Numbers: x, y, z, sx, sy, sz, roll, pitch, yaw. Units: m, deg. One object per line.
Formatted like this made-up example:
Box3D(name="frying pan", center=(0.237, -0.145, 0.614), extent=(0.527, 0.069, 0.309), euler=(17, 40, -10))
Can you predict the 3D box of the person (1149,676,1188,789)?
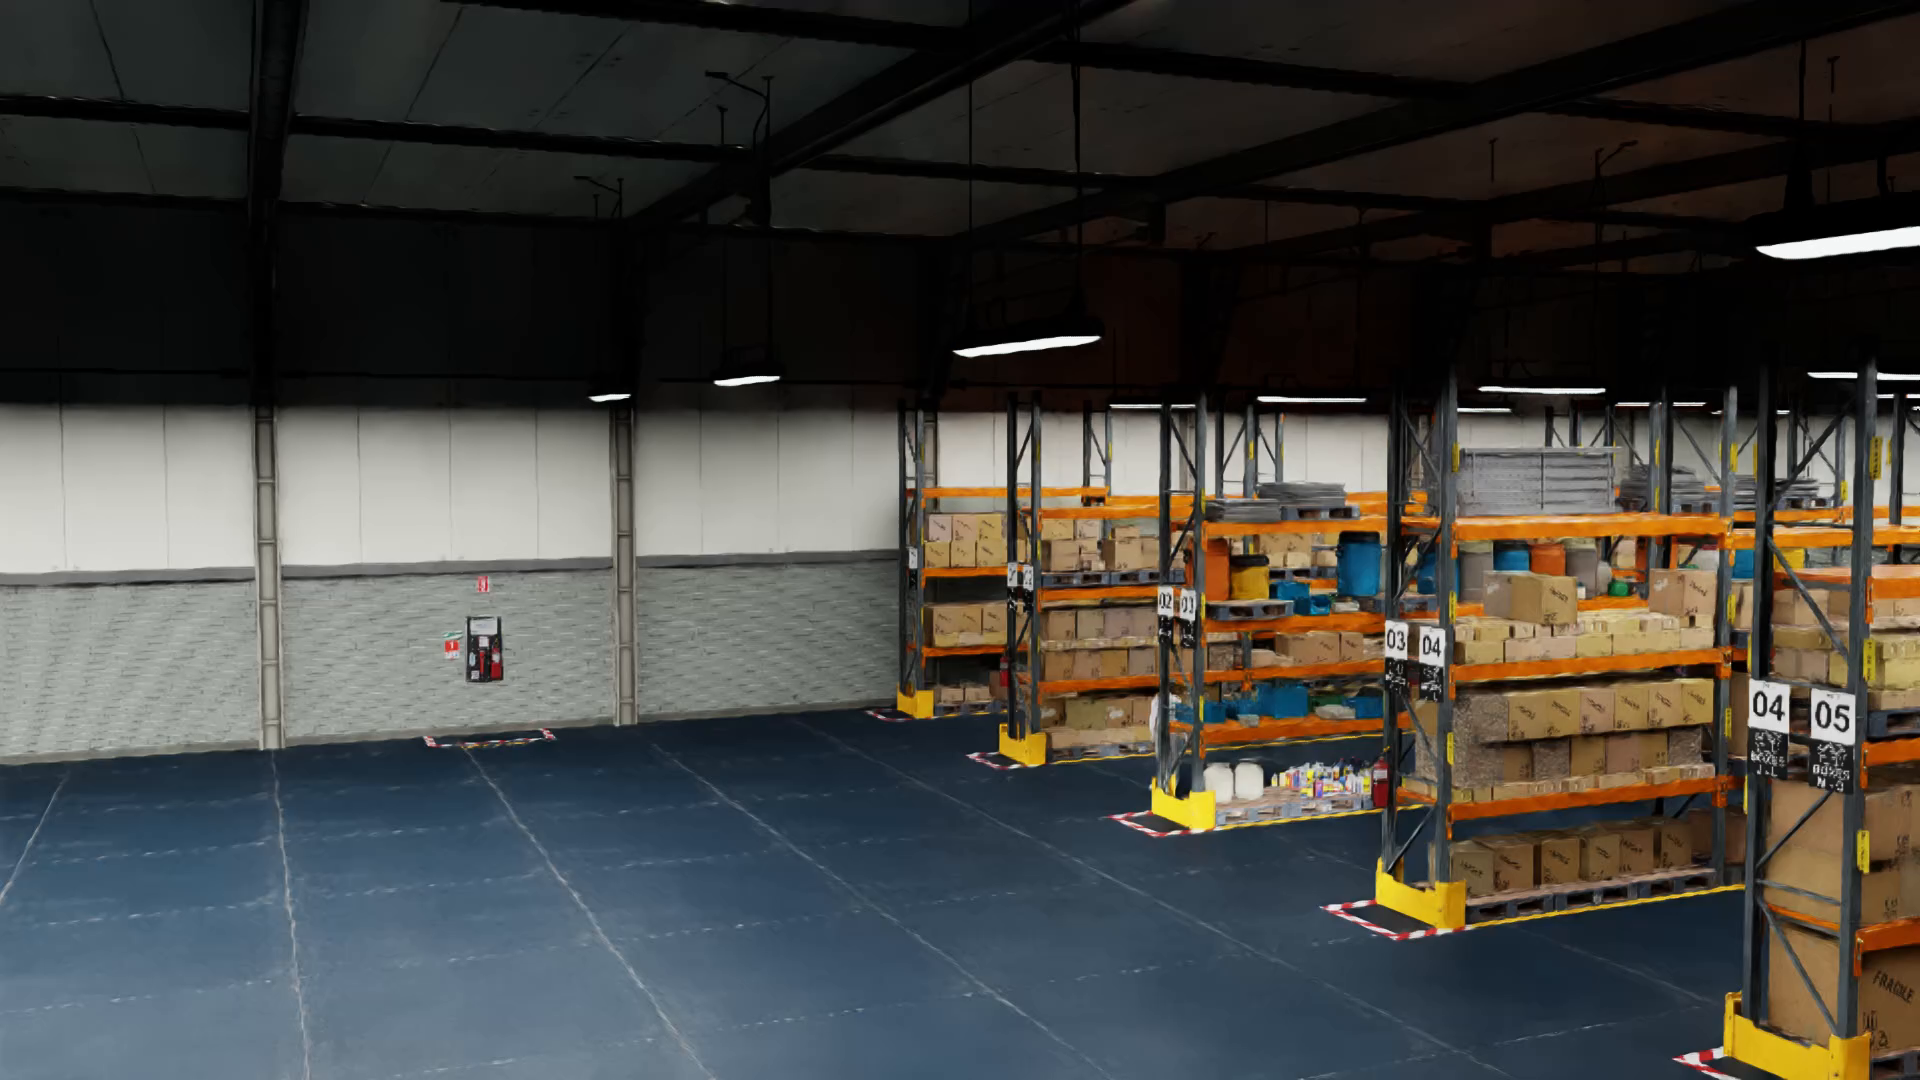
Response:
Box3D(name="person", center=(3.106, 2.864, 24.785), extent=(0.571, 1.667, 0.545), euler=(0, 3, 5))
